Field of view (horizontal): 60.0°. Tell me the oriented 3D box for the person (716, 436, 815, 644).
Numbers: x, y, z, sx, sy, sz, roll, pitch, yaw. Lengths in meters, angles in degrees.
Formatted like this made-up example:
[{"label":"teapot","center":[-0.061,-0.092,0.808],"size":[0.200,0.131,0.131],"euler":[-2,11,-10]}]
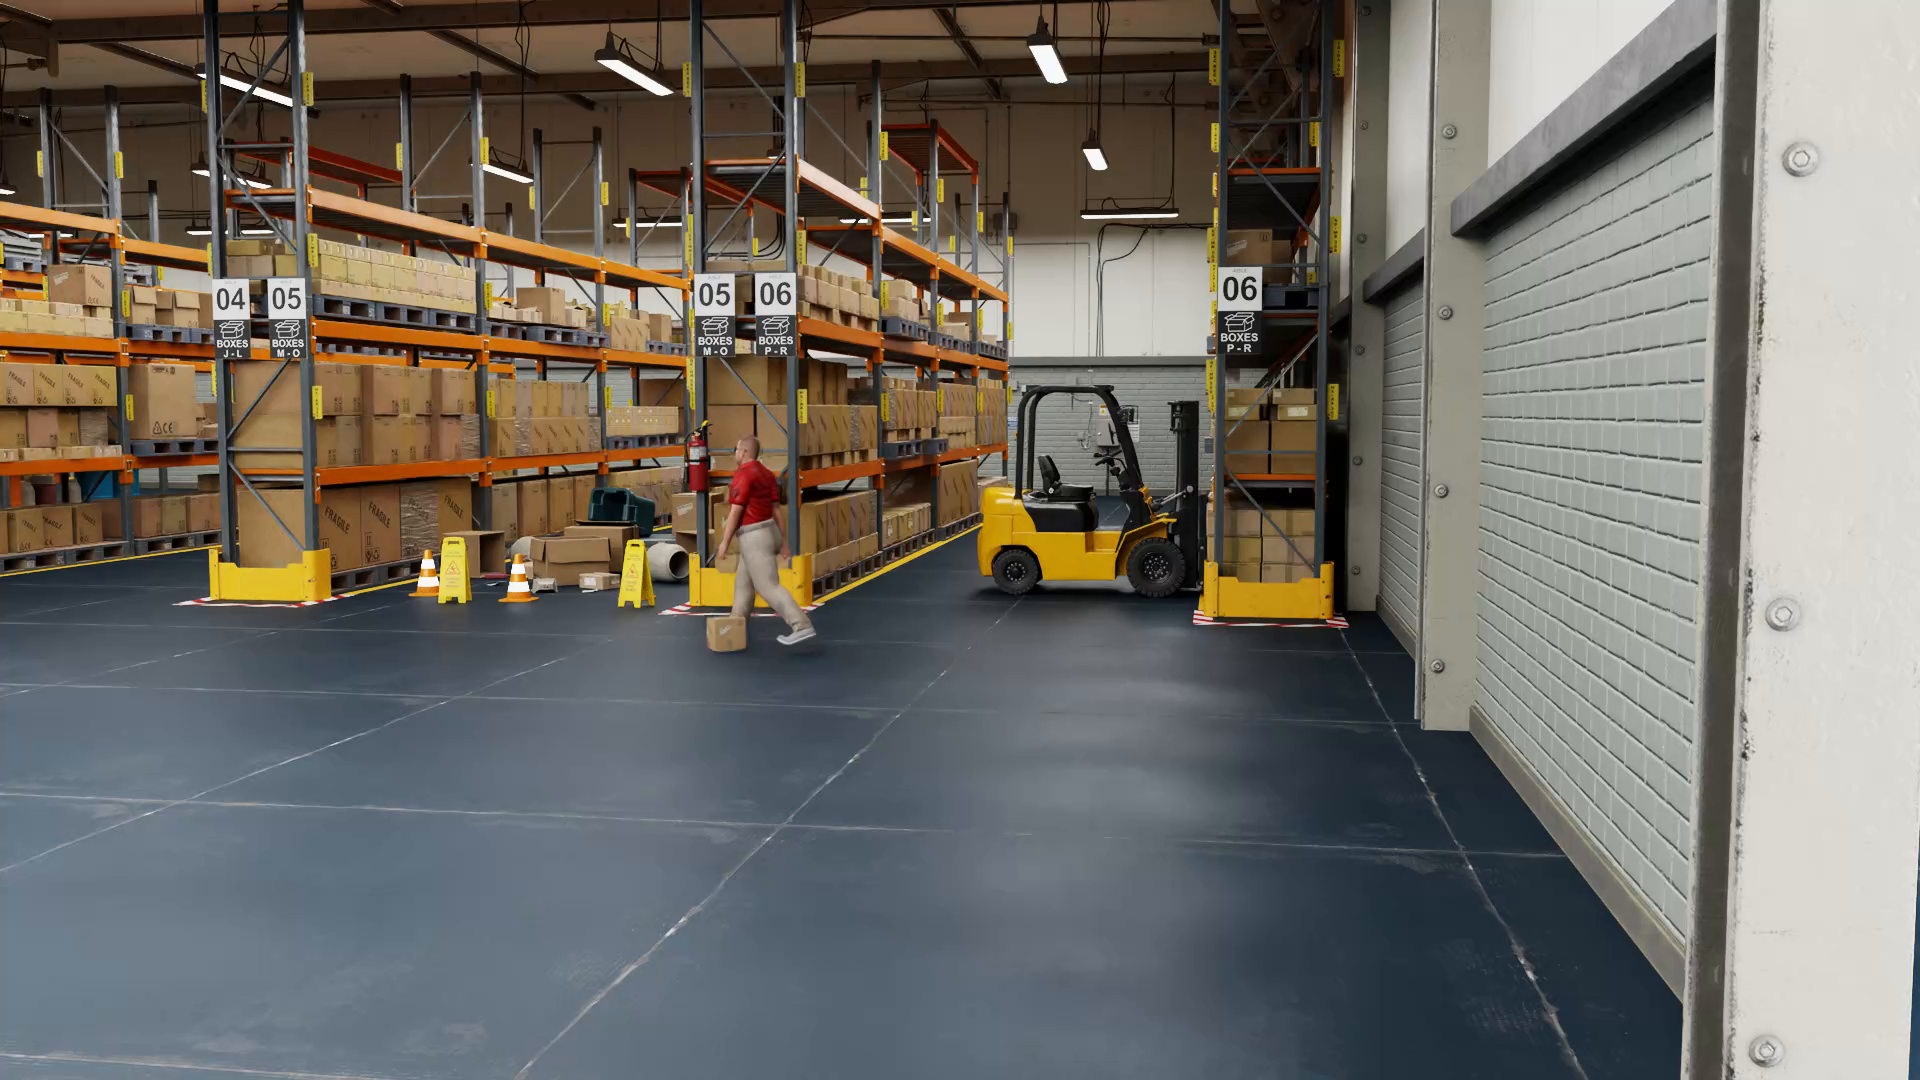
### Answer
[{"label":"person","center":[-1.606,0.015,13.183],"size":[1.038,1.678,0.527],"euler":[1,5,17]}]
